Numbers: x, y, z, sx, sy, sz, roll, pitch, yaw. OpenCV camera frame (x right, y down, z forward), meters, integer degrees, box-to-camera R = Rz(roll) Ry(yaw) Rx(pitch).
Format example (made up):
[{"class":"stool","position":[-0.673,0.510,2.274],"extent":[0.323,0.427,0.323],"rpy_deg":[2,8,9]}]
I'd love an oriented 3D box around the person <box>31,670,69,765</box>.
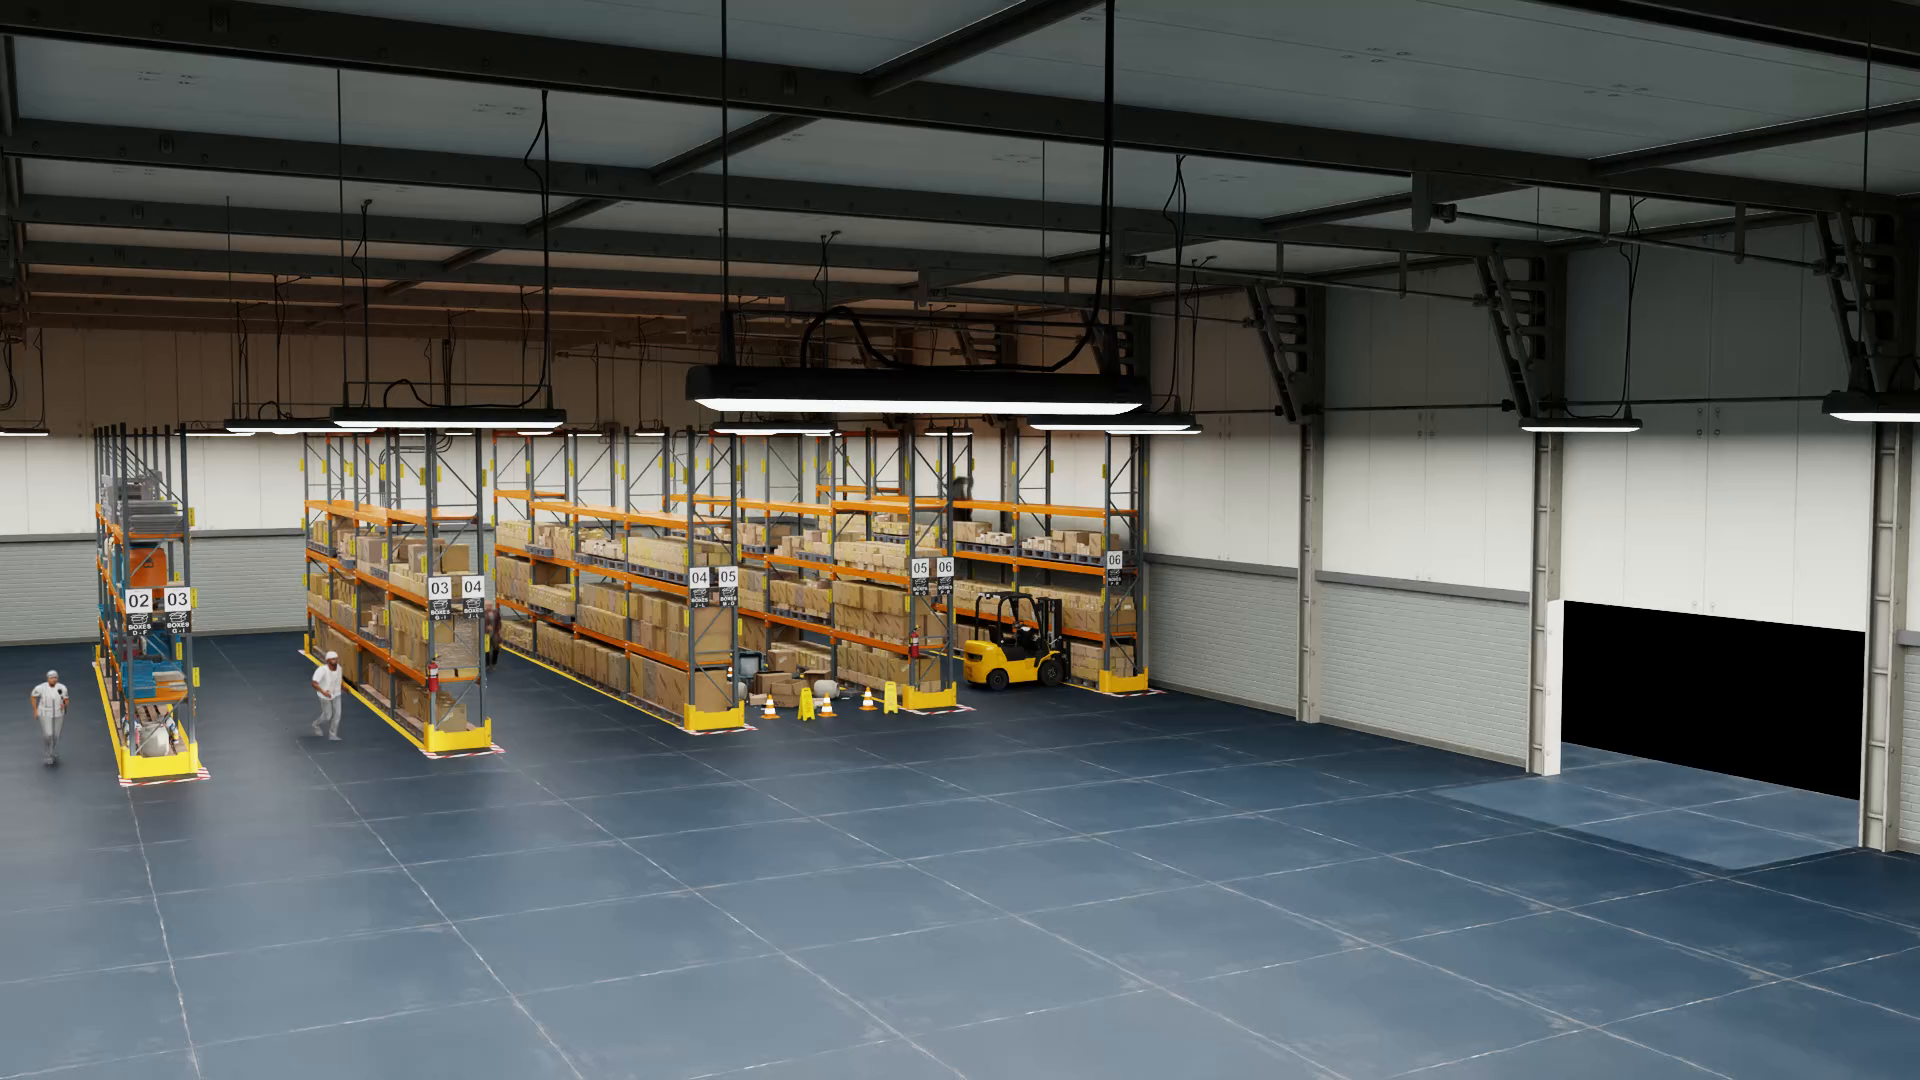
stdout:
[{"class":"person","position":[-16.092,3.136,29.433],"extent":[0.549,1.683,0.814],"rpy_deg":[-3,5,-43]}]

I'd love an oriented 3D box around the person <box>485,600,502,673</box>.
[{"class":"person","position":[-11.541,2.370,40.845],"extent":[0.652,1.780,0.849],"rpy_deg":[-2,4,-28]}]

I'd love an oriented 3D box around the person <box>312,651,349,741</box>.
[{"class":"person","position":[-12.050,2.956,31.630],"extent":[0.757,1.713,0.702],"rpy_deg":[3,4,37]}]
